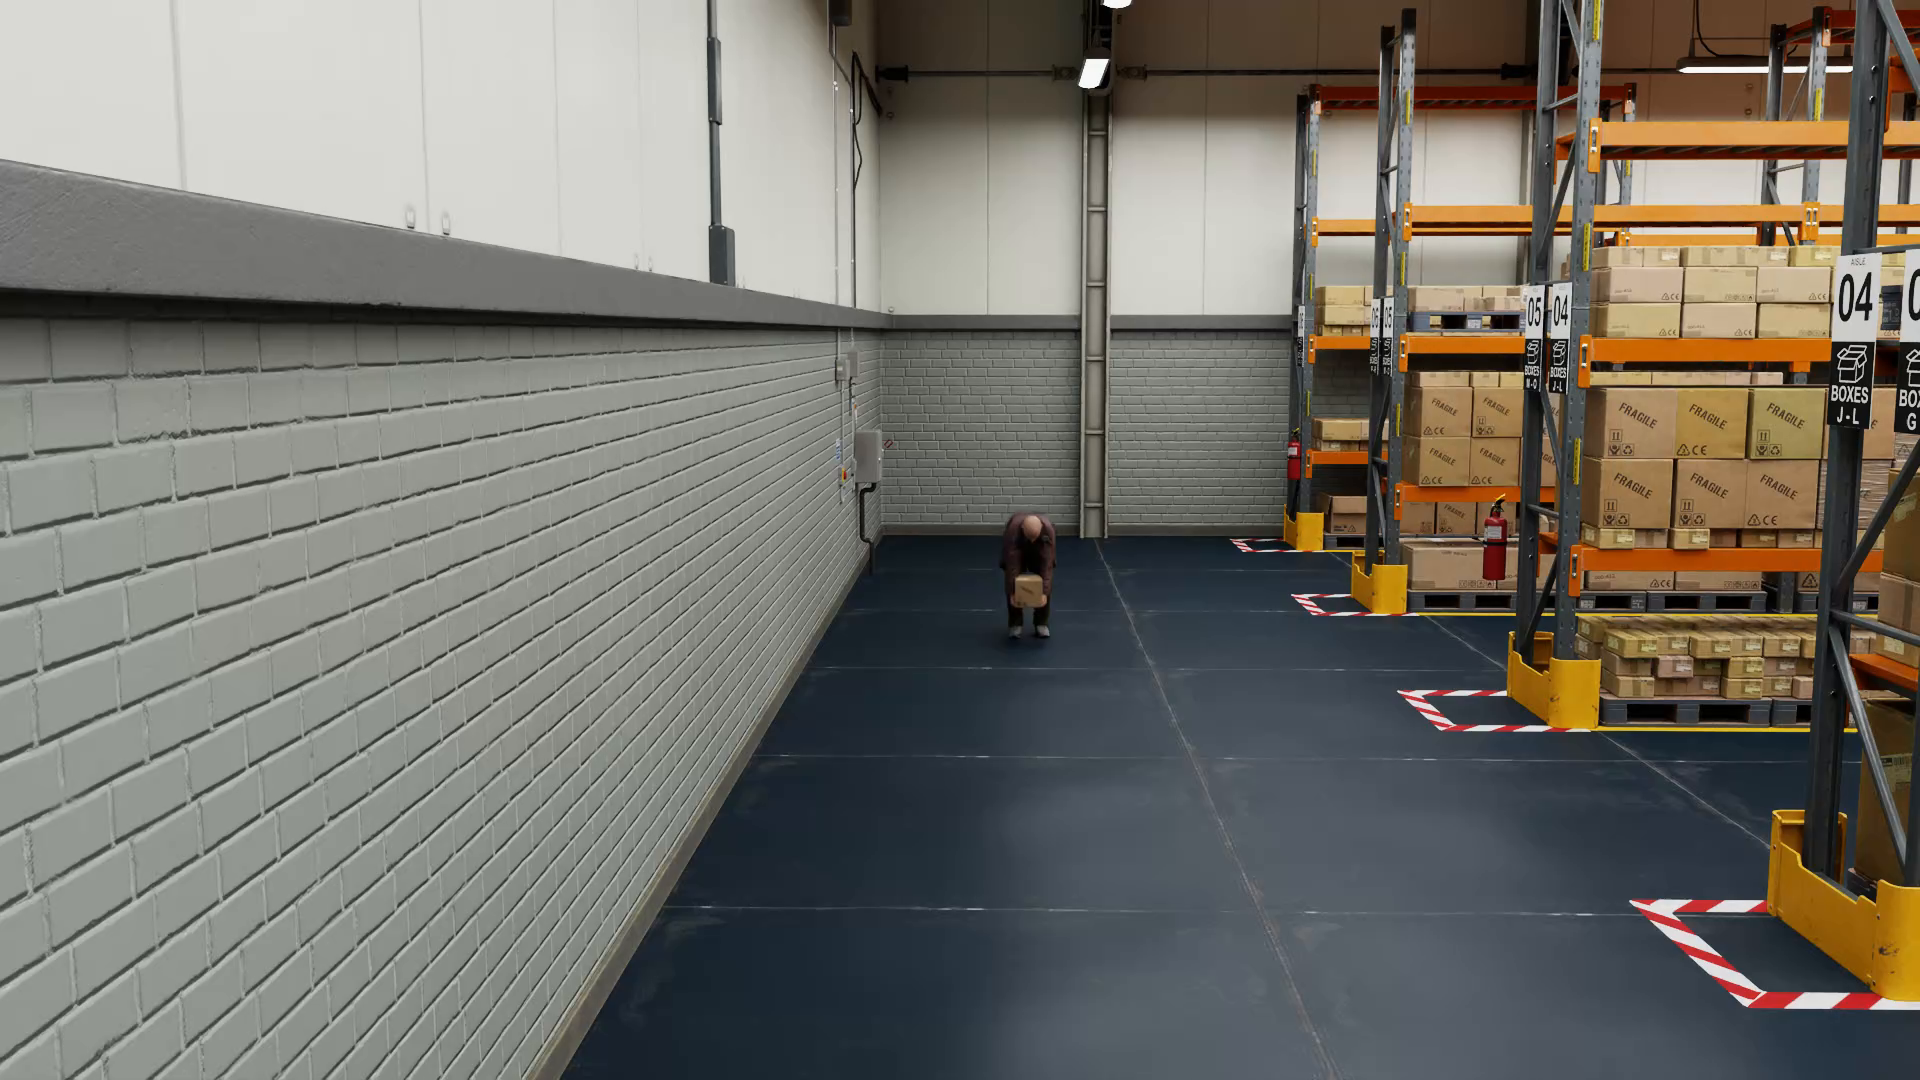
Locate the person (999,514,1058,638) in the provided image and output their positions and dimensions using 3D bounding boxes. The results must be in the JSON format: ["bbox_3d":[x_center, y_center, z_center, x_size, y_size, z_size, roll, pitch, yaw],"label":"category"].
[{"bbox_3d":[0.645,0.333,15.476,0.559,1.203,0.939,0,7,-1],"label":"person"}]
